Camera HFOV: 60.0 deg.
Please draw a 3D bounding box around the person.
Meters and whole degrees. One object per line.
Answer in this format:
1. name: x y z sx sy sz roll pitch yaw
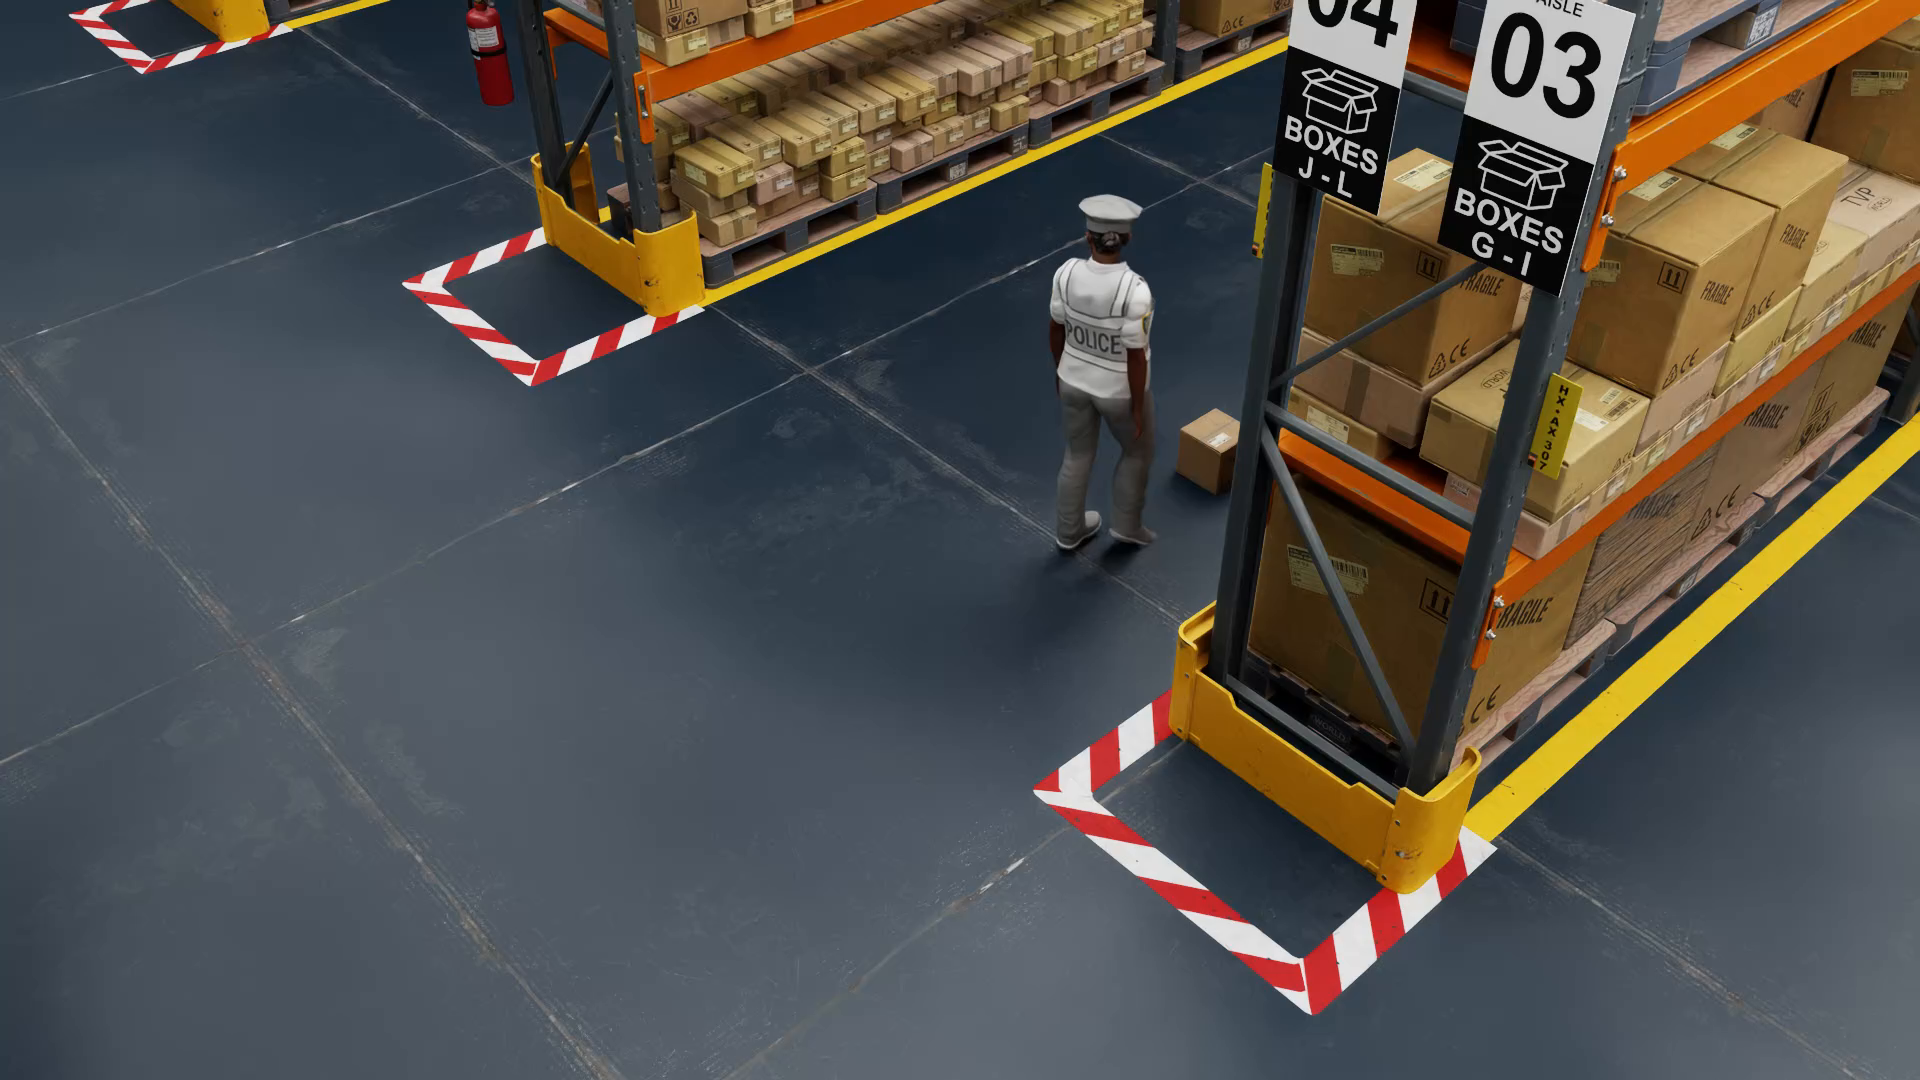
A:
1. person: 0.611 -0.629 6.938 0.483 1.740 0.417 23 45 25
